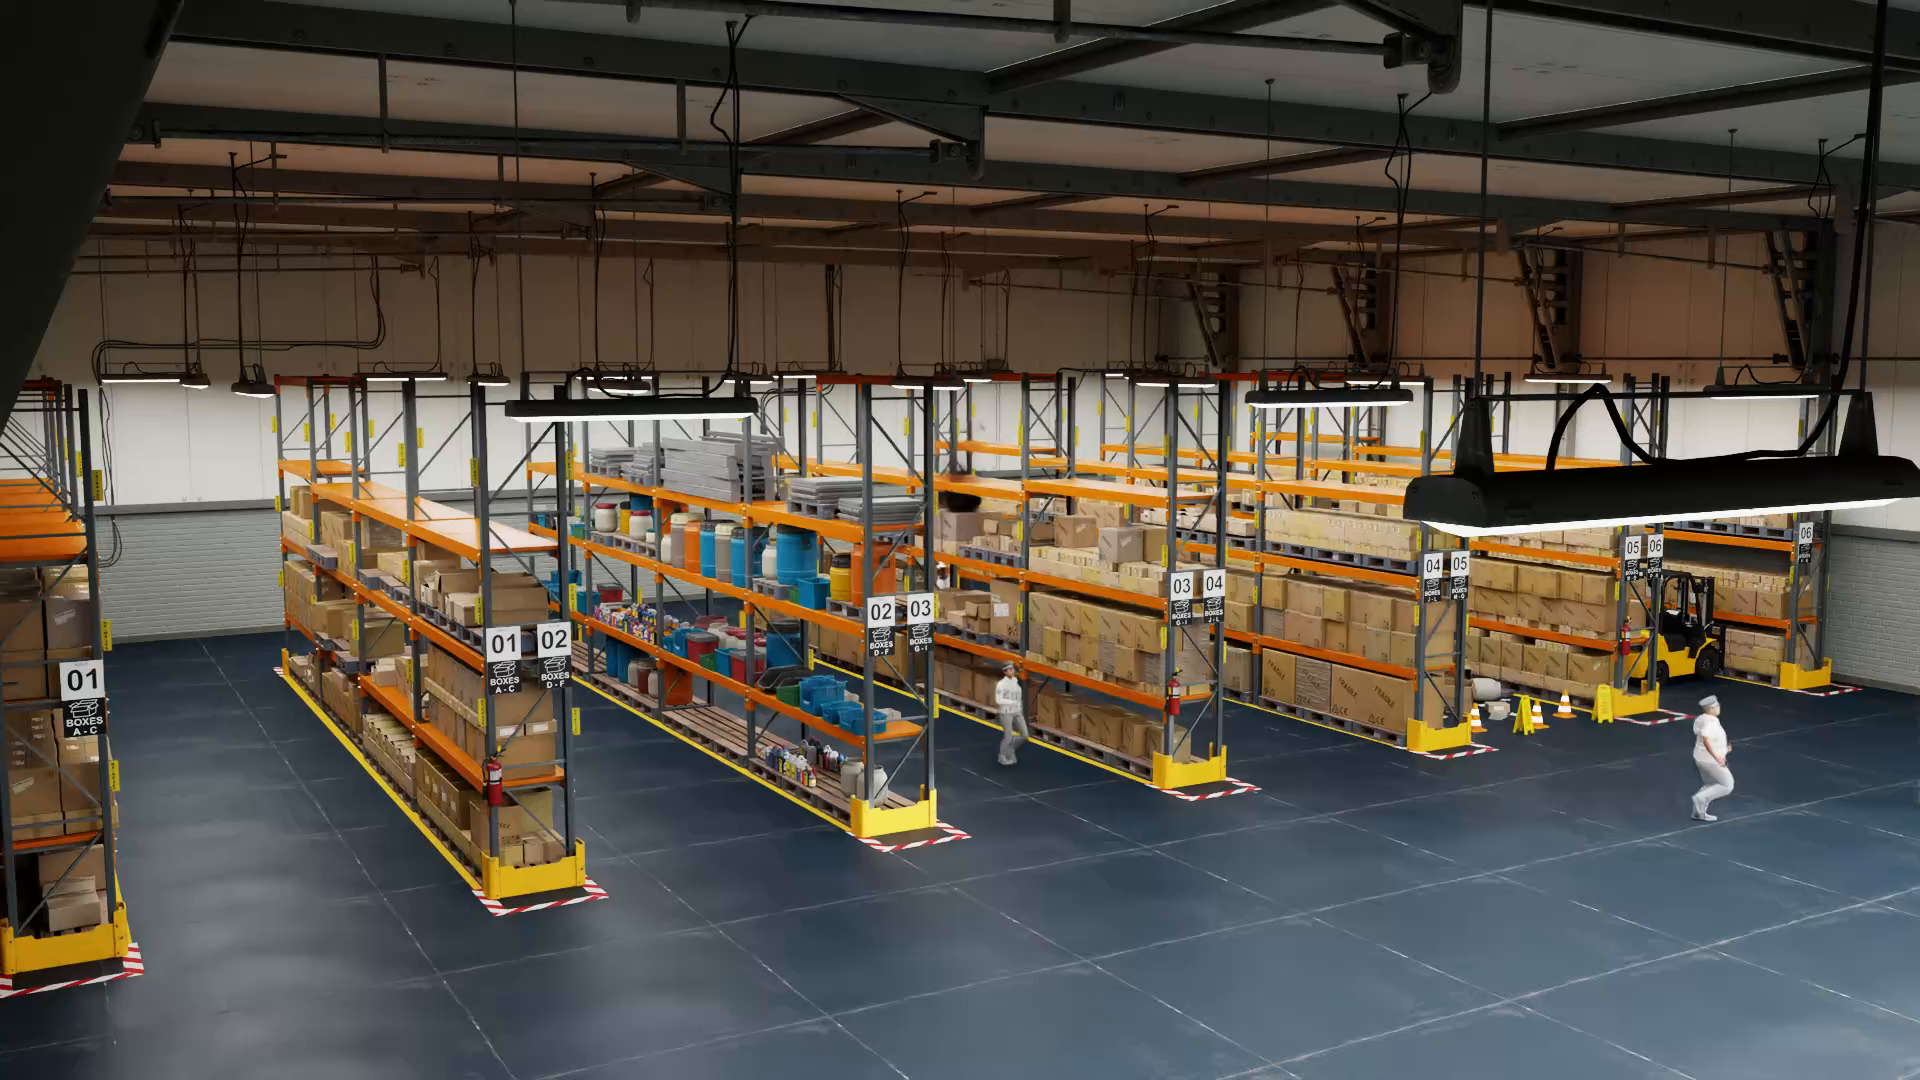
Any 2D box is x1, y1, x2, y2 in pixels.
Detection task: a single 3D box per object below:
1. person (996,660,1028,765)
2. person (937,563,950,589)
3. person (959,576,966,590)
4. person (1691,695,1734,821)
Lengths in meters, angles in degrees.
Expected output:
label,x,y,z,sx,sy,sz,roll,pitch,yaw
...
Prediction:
label,x,y,z,sx,sy,sz,roll,pitch,yaw
person,0.827,2.676,25.712,0.591,1.656,0.598,-5,8,-41
person,-0.368,1.372,37.580,0.675,1.747,0.650,-2,7,-17
person,0.036,0.886,42.345,0.534,1.634,0.732,3,7,27
person,10.292,2.984,22.731,0.593,1.740,0.667,0,6,2
